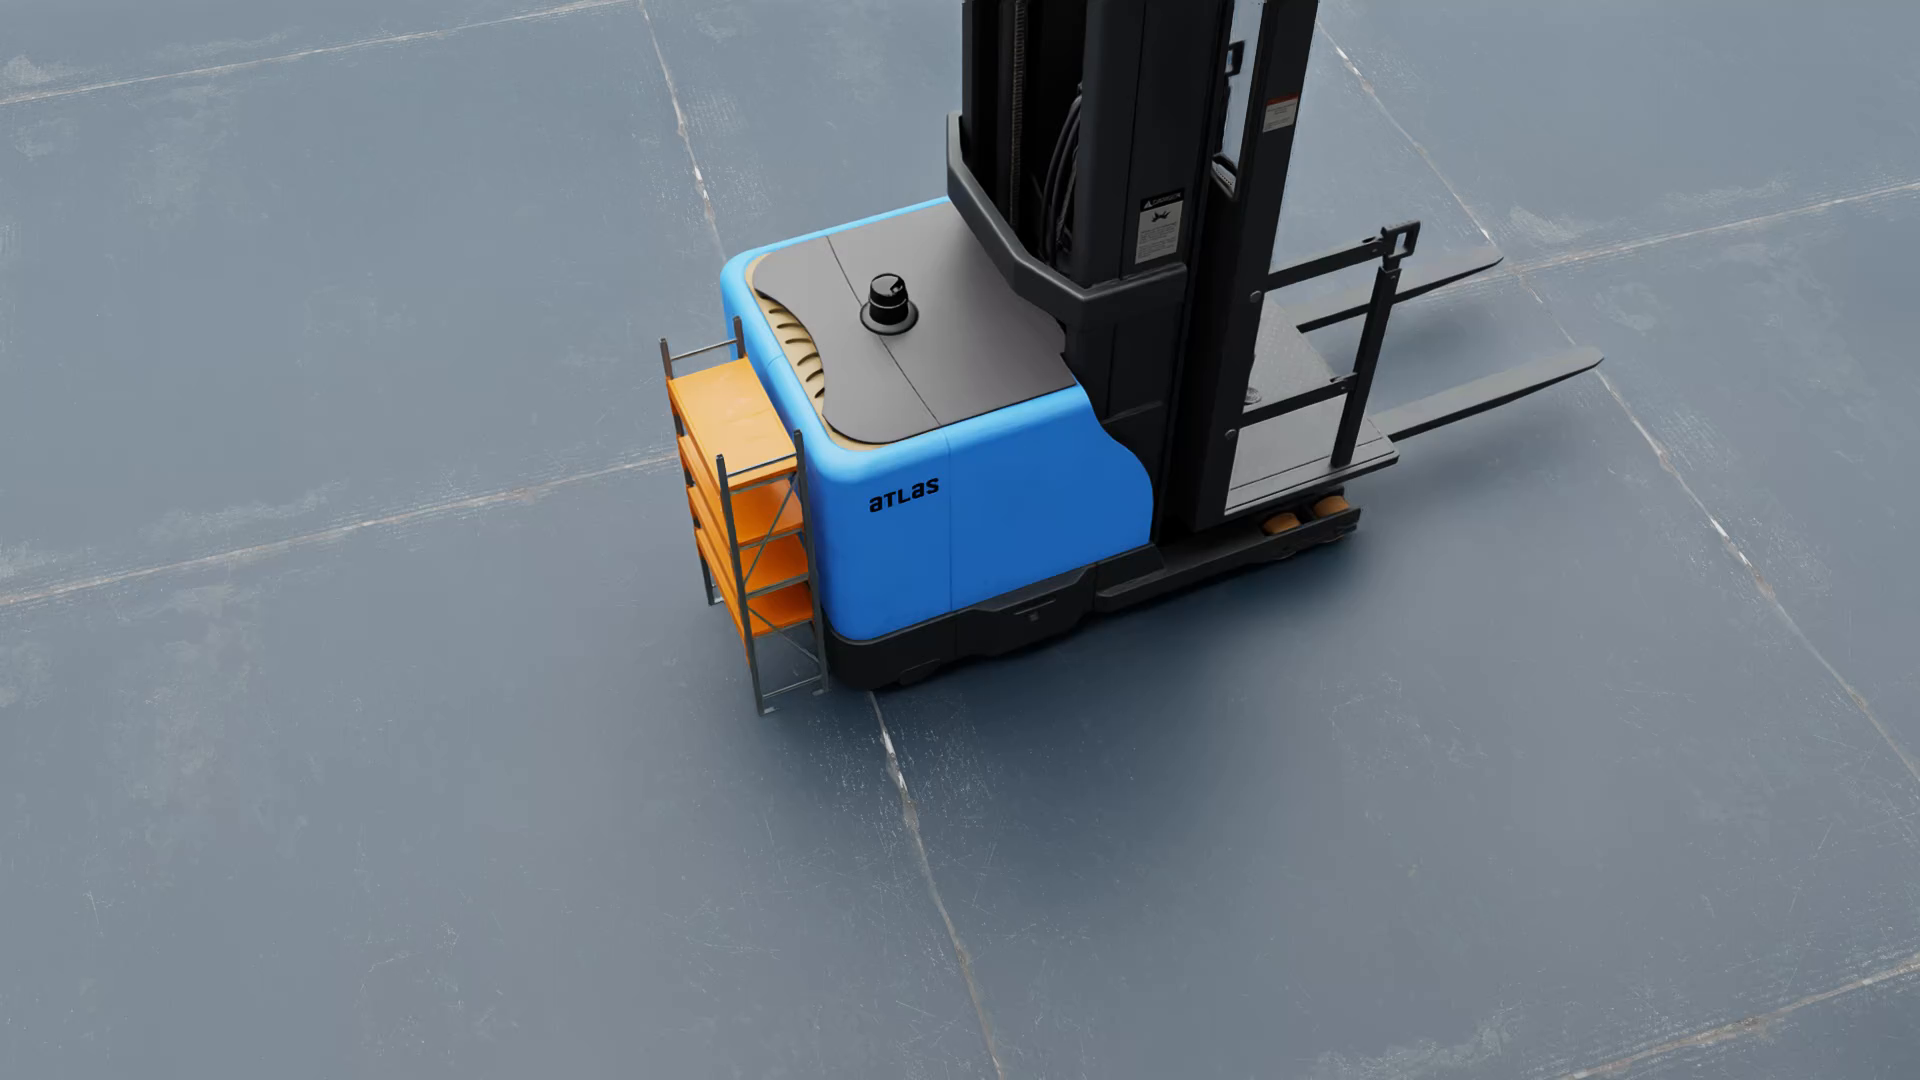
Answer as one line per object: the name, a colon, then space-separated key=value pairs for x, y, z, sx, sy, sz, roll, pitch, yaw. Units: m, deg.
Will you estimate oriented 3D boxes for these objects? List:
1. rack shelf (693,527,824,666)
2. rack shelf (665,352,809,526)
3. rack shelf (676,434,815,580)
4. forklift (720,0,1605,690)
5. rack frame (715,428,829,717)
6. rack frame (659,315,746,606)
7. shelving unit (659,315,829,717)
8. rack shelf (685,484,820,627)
rack shelf: x=-0.632 y=0.133 z=5.201 sx=0.258 sy=0.148 sz=0.480 roll=-19 pitch=52 yaw=-15
rack shelf: x=-0.632 y=-0.291 z=4.697 sx=0.258 sy=0.148 sz=0.480 roll=-19 pitch=52 yaw=-15
rack shelf: x=-0.632 y=-0.139 z=4.878 sx=0.258 sy=0.148 sz=0.480 roll=-19 pitch=52 yaw=-15
forklift: x=0.815 y=-1.231 z=4.871 sx=3.031 sy=2.935 sz=1.130 roll=-19 pitch=52 yaw=-15
rack frame: x=-0.532 y=0.132 z=4.854 sx=0.240 sy=1.200 sz=0.015 roll=-19 pitch=52 yaw=-15
rack frame: x=-0.732 y=-0.208 z=5.141 sx=0.240 sy=1.200 sz=0.015 roll=-19 pitch=52 yaw=-15
shelving unit: x=-0.632 y=-0.038 z=4.997 sx=0.258 sy=1.200 sz=0.503 roll=-19 pitch=52 yaw=-15
rack shelf: x=-0.632 y=0.005 z=5.049 sx=0.258 sy=0.148 sz=0.480 roll=-19 pitch=52 yaw=-15
